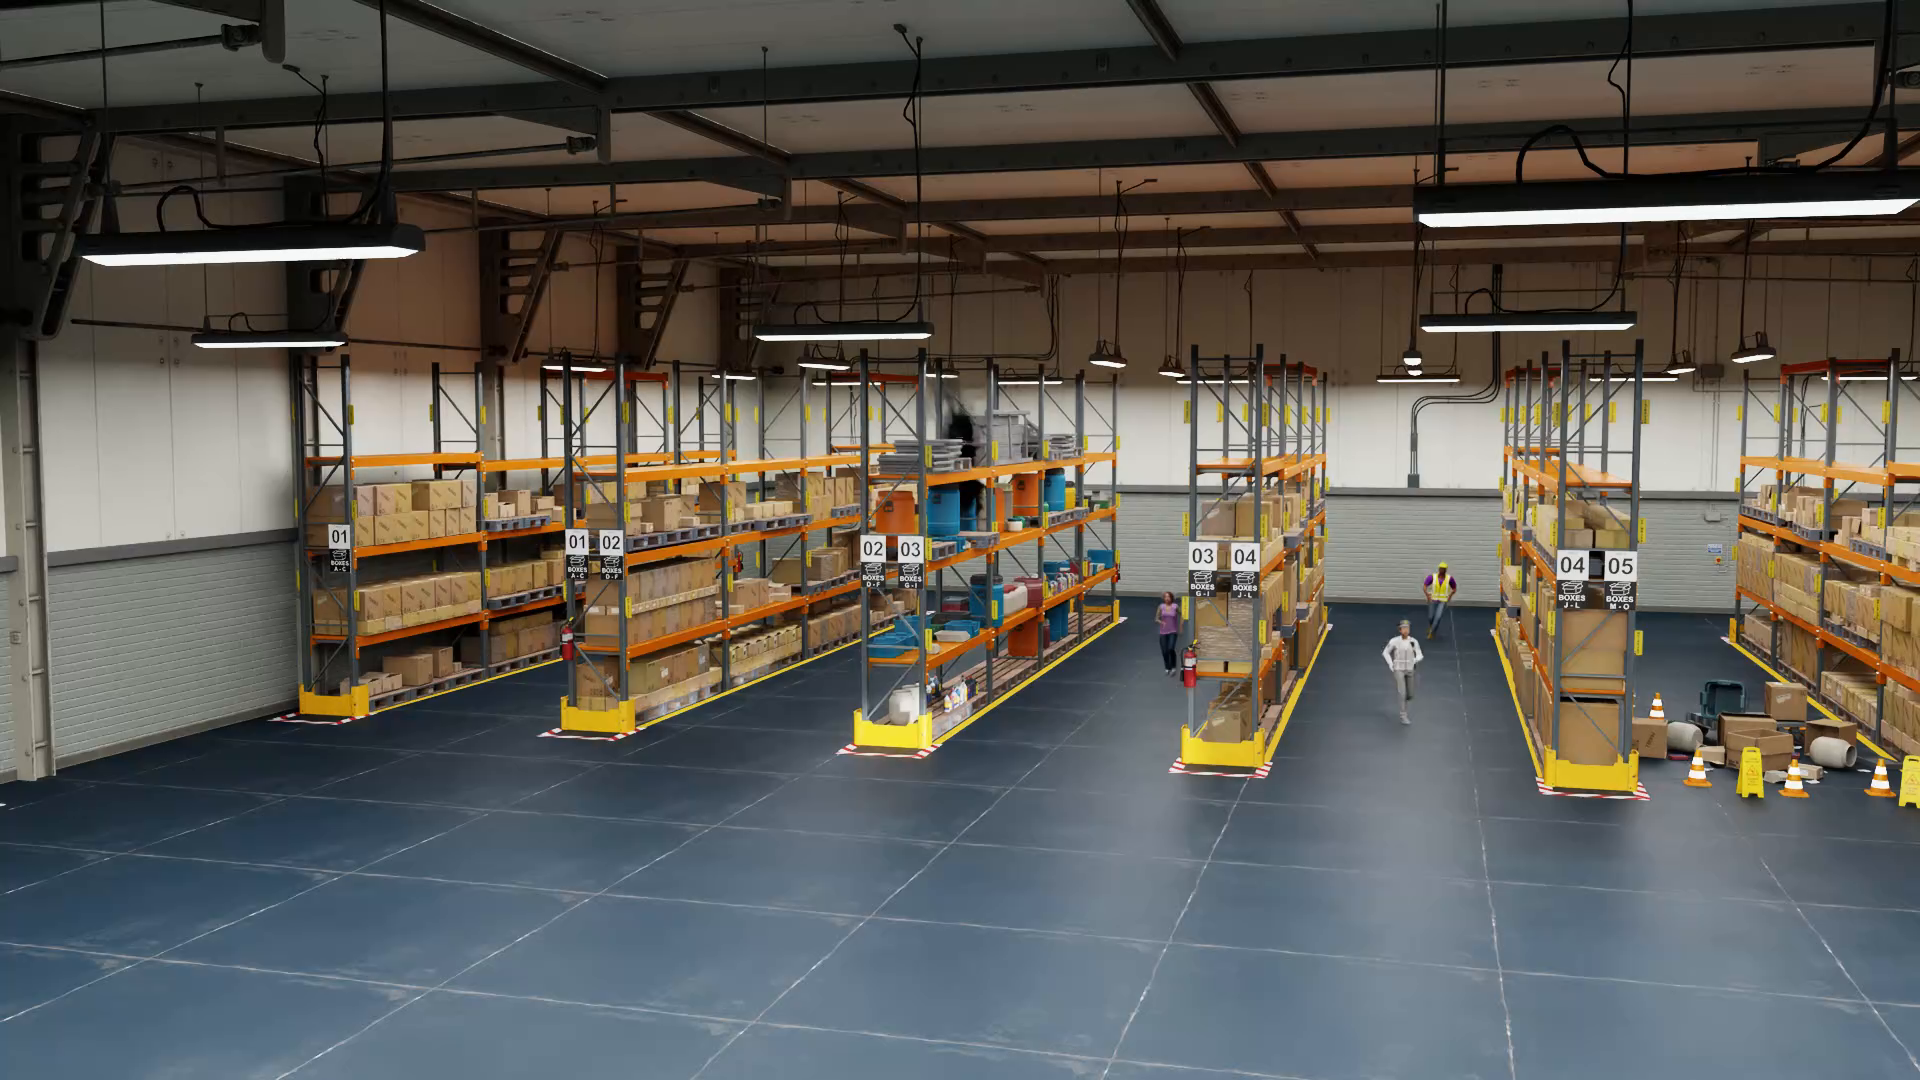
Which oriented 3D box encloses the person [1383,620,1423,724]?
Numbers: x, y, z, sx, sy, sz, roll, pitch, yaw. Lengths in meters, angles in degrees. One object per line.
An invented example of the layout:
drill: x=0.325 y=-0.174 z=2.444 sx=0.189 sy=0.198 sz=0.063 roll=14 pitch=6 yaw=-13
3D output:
person: x=7.249 y=2.129 z=27.202 sx=0.625 sy=1.663 sz=0.794 roll=0 pitch=4 yaw=1

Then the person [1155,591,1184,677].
person: x=3.800 y=1.713 z=30.264 sx=0.511 sy=1.570 sz=0.636 roll=1 pitch=5 yaw=18

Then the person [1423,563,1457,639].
person: x=10.759 y=1.352 z=37.300 sx=0.737 sy=1.720 sz=0.627 roll=1 pitch=4 yaw=17
